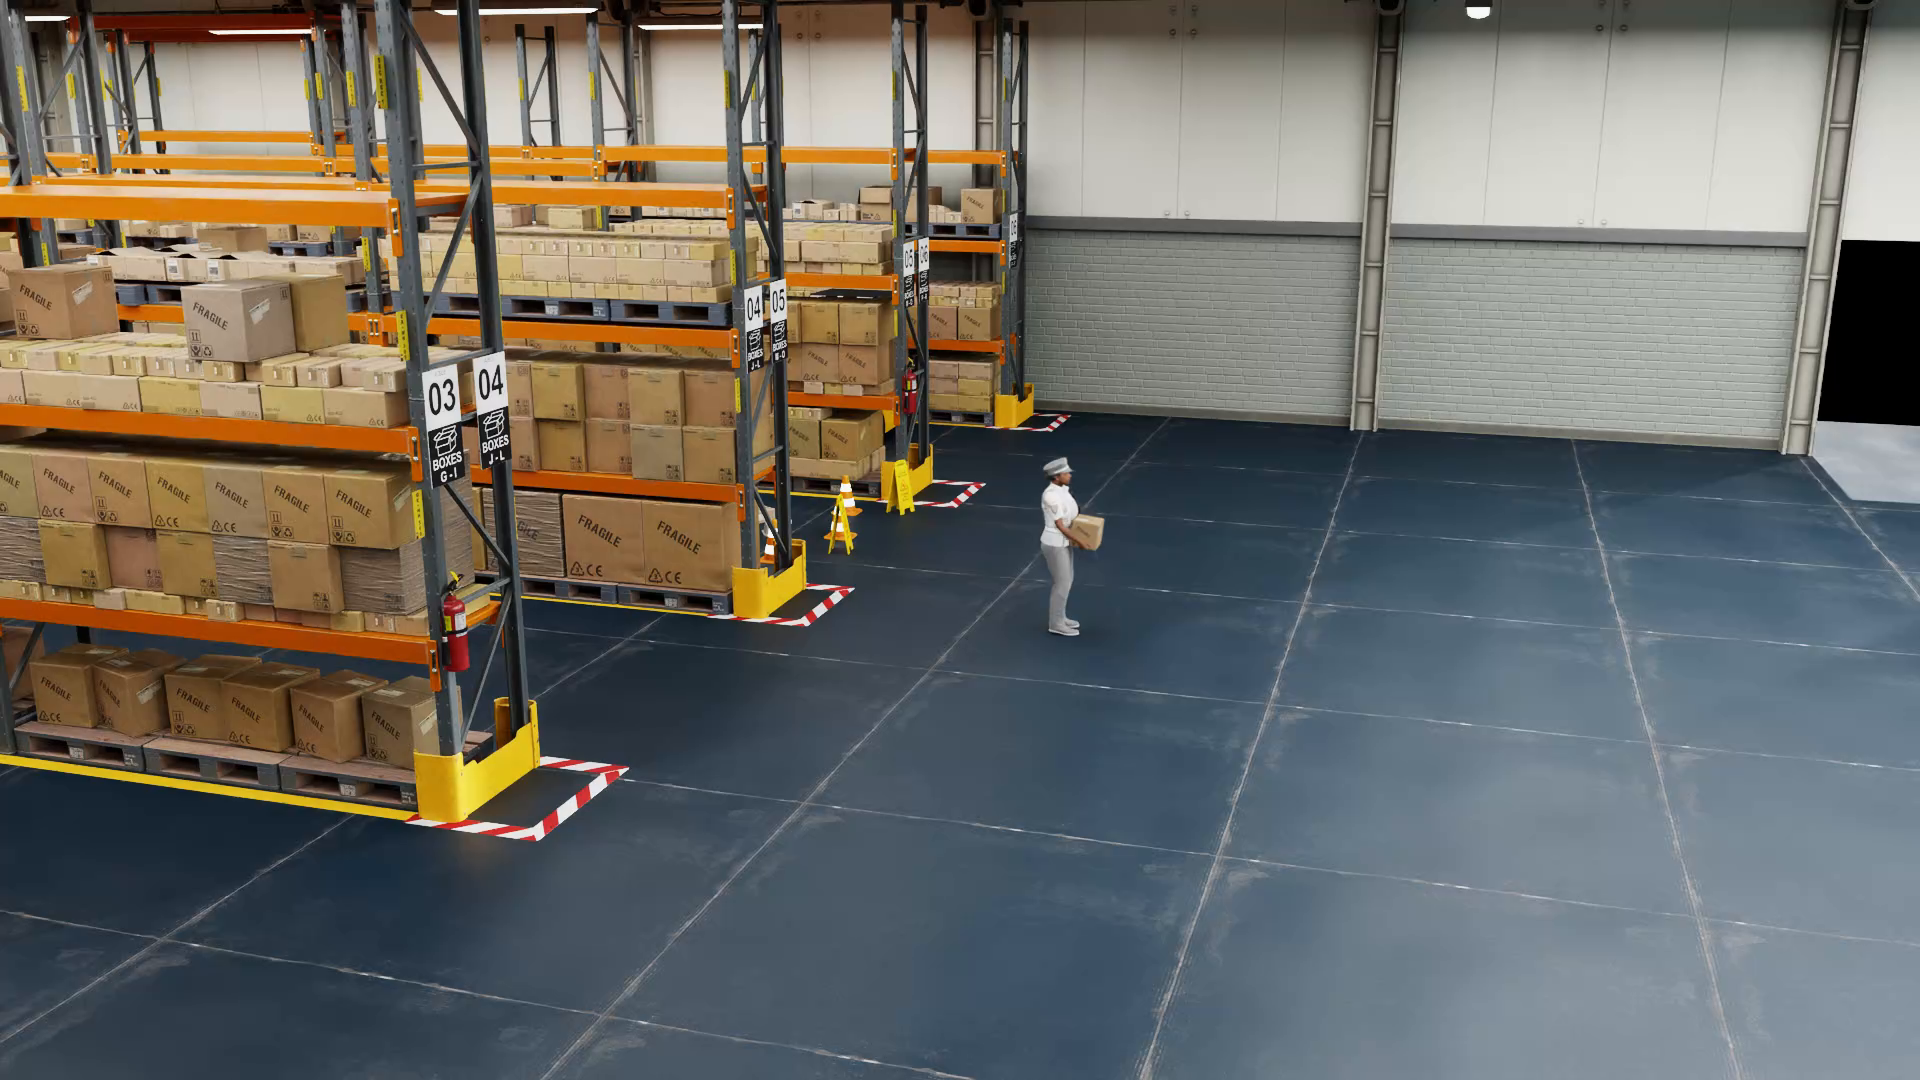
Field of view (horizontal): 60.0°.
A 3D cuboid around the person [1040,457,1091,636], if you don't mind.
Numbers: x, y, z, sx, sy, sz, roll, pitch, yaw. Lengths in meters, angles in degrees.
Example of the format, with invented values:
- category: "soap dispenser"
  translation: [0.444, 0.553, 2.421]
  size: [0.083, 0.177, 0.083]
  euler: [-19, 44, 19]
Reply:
- category: "person"
  translation: [1.021, 0.054, 15.713]
  size: [0.510, 1.692, 0.448]
  euler: [4, 16, 16]
